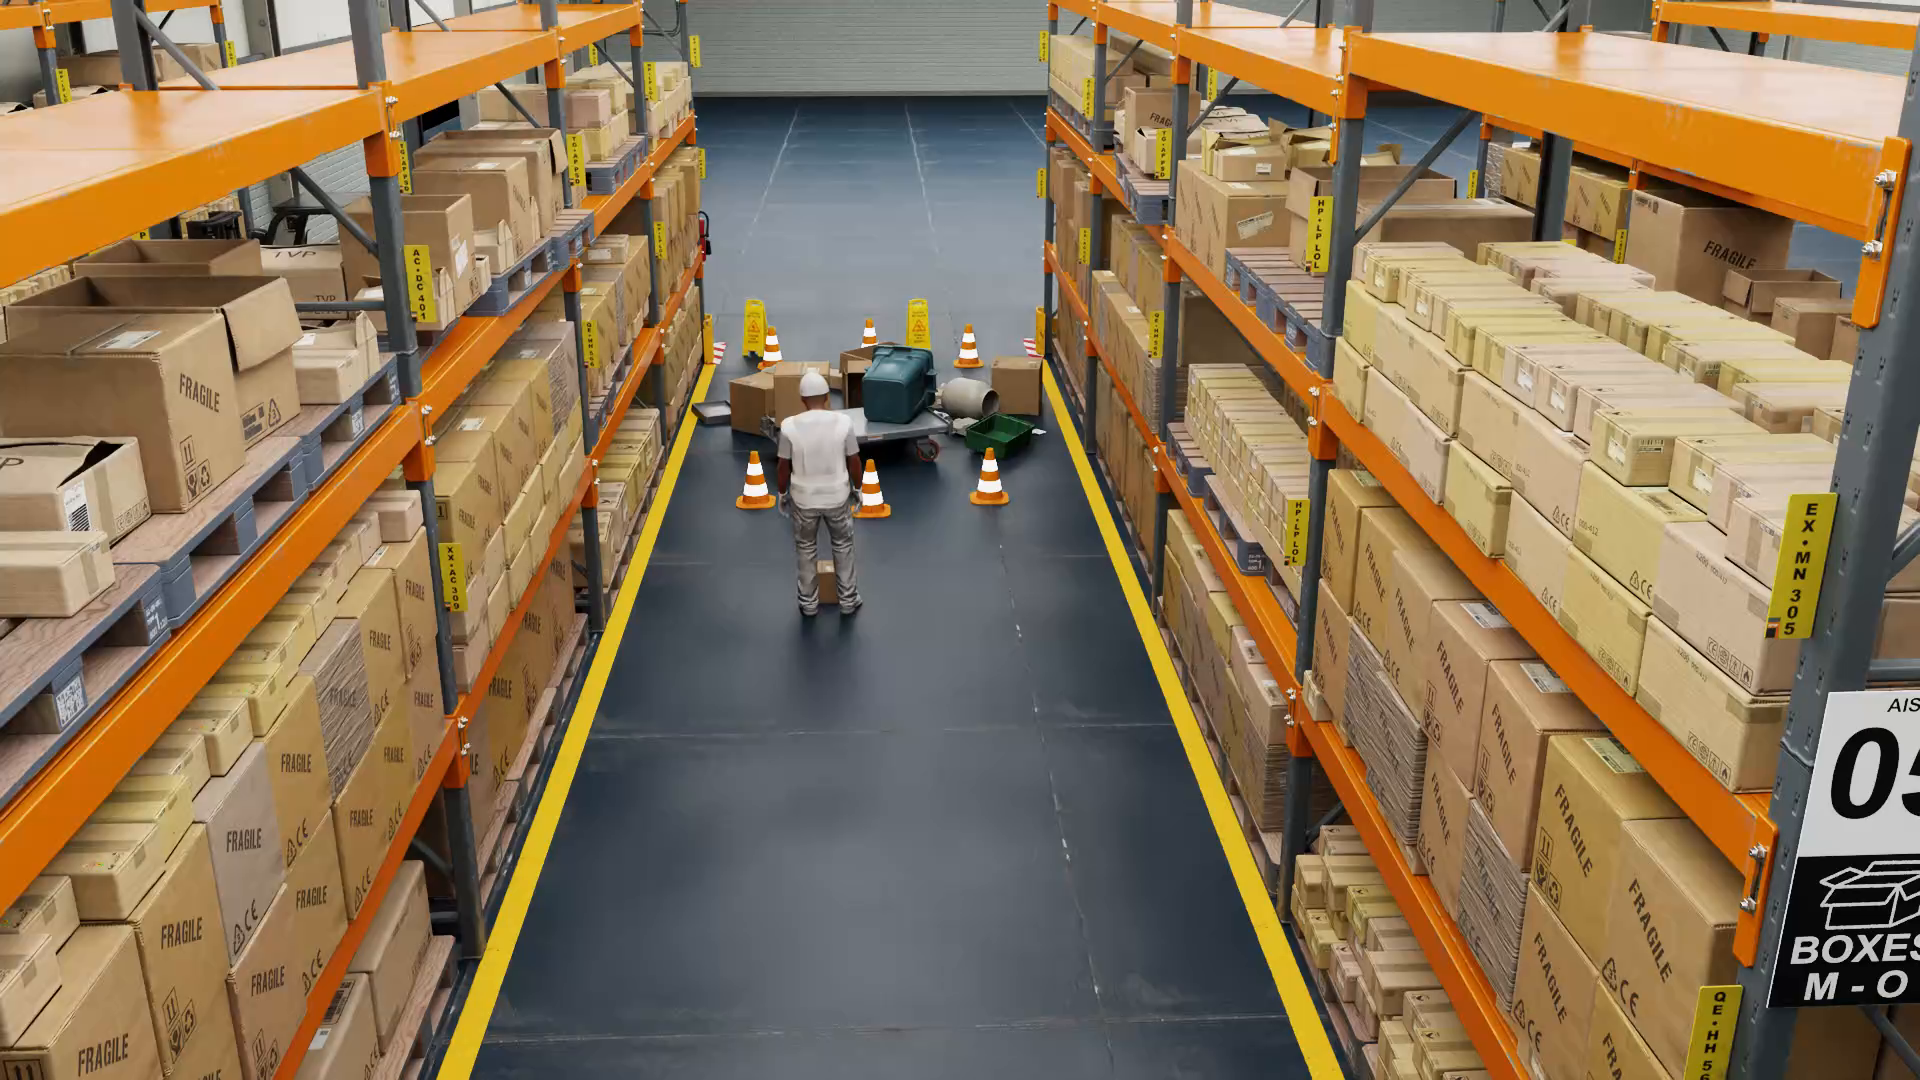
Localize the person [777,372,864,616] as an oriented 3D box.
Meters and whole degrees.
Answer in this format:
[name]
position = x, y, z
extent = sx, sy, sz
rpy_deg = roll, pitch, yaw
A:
[person]
position = -1.000, -0.320, 11.933
extent = 0.616, 1.772, 0.452
rpy_deg = -2, 20, -6
